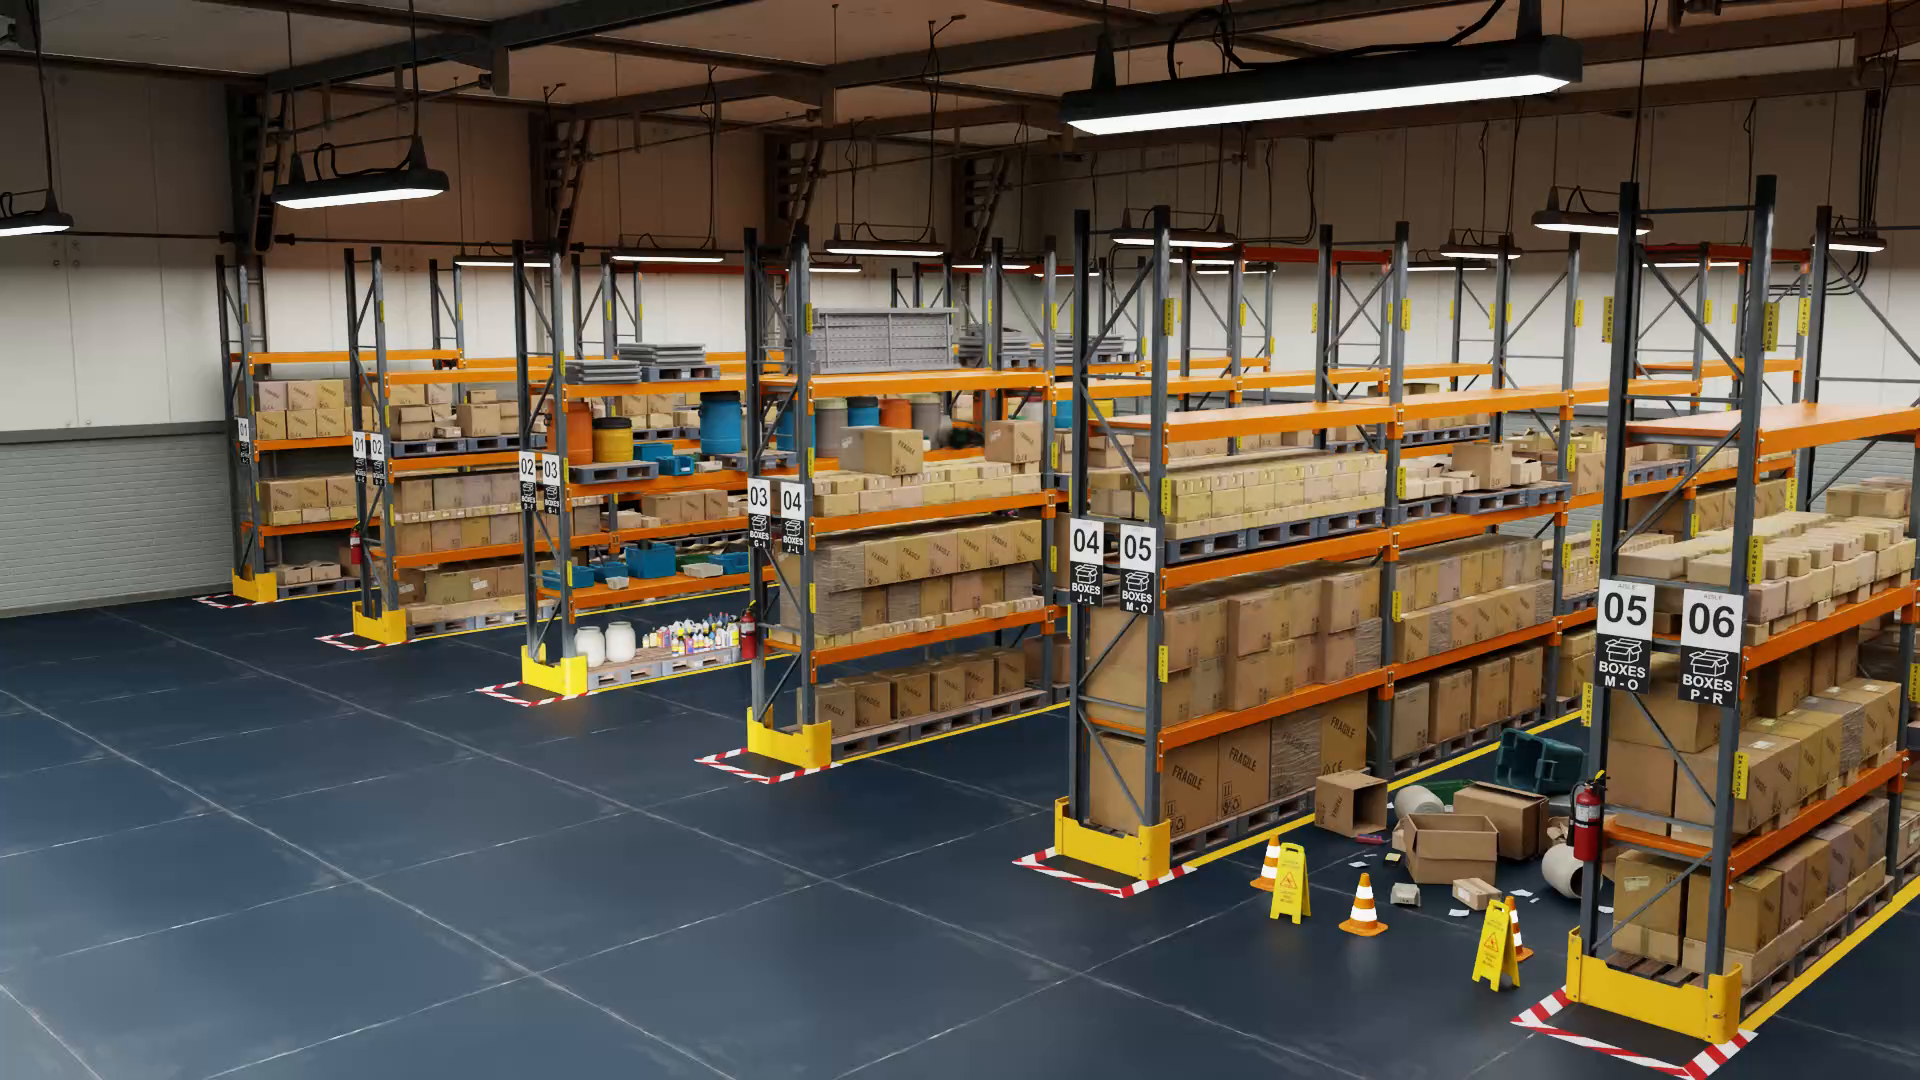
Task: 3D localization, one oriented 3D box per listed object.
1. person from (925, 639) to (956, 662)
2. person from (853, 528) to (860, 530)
[{"bbox_3d":[-0.318,1.034,23.938,0.624,1.639,0.802,0,8,0],"label":"person"},{"bbox_3d":[-1.504,0.310,28.509,0.679,1.670,0.873,4,9,27],"label":"person"}]
